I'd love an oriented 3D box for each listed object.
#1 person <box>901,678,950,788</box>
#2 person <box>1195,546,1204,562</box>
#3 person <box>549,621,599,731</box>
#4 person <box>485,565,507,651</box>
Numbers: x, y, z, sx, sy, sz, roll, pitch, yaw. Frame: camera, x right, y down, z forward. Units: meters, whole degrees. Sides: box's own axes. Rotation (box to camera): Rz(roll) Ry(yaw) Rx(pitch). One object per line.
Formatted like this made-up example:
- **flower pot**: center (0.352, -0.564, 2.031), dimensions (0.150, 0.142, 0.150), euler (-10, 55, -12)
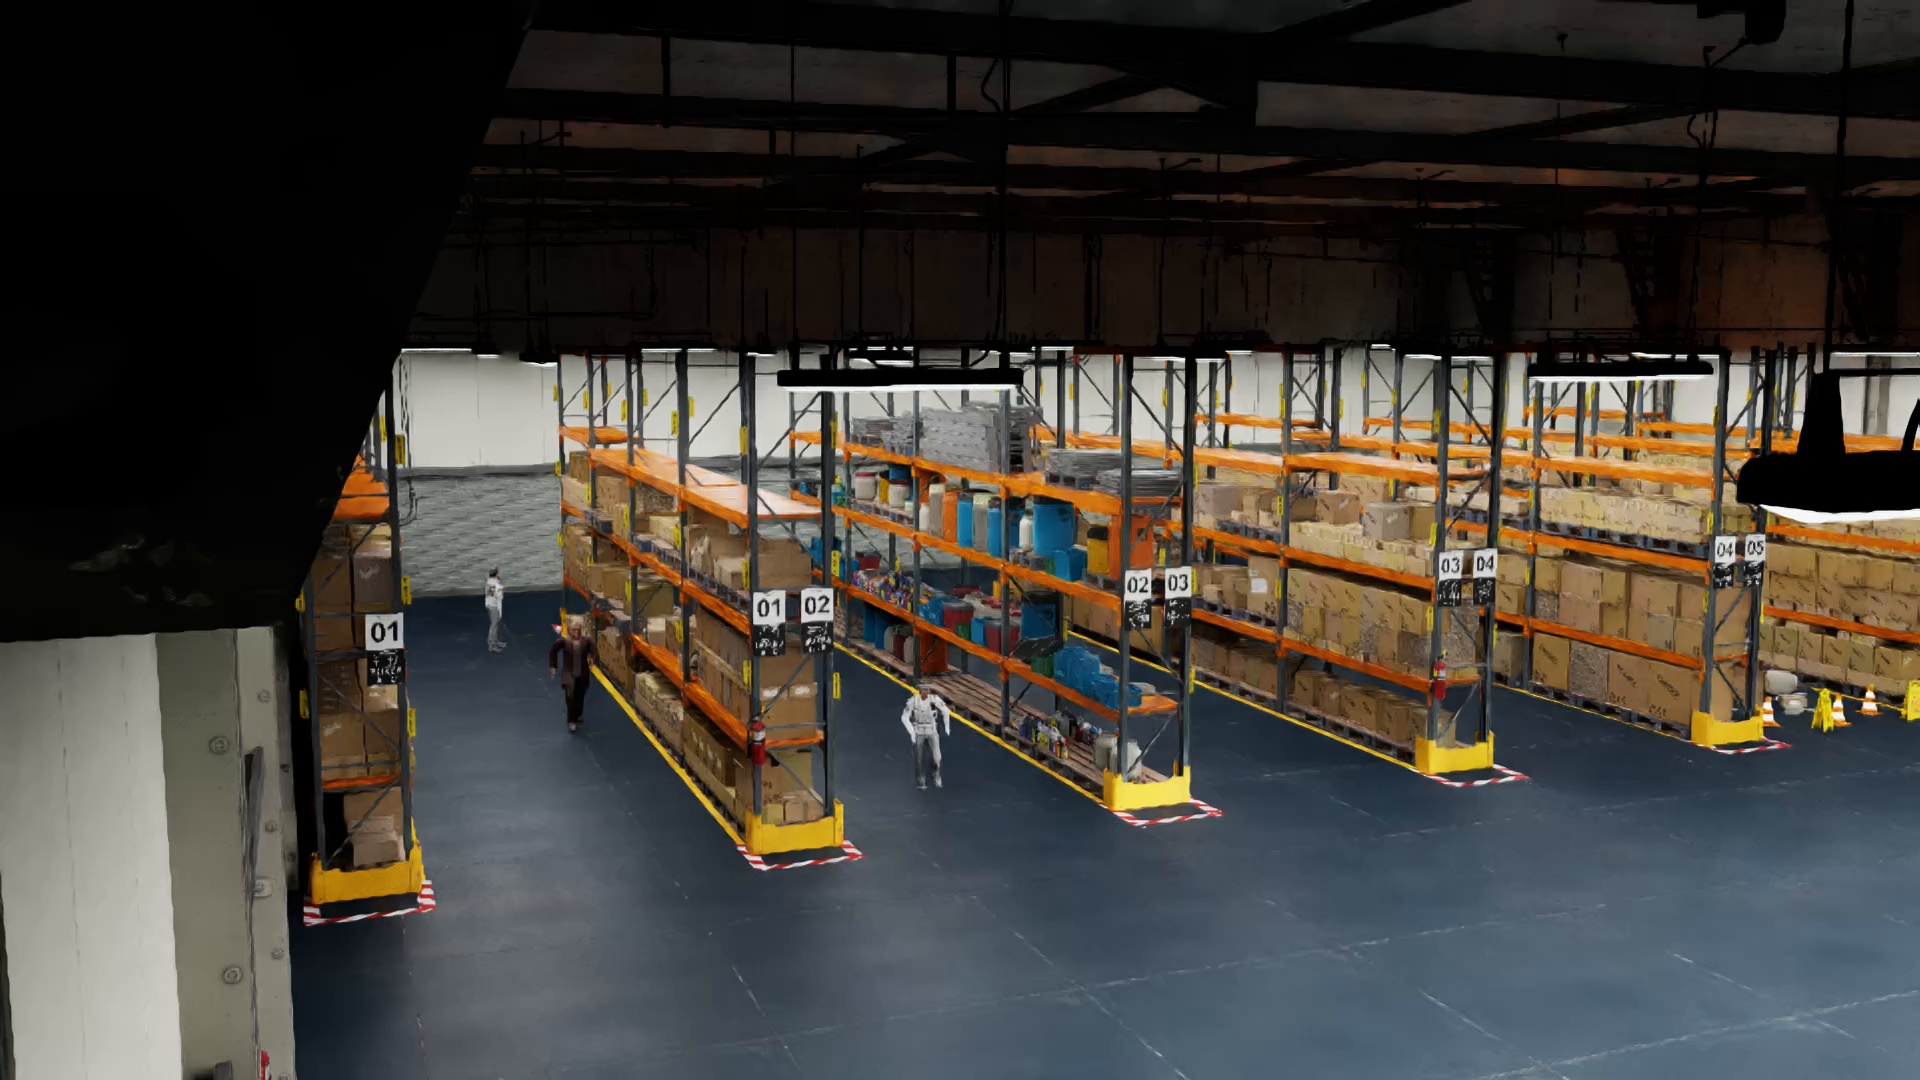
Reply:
- **person**: center (-0.468, 2.650, 22.857), dimensions (0.668, 1.608, 0.641), euler (0, 7, -1)
- **person**: center (5.975, 0.084, 42.398), dimensions (0.698, 1.755, 0.668), euler (5, 9, 33)
- **person**: center (-6.132, 2.119, 26.509), dimensions (0.733, 1.709, 0.930), euler (-3, 8, -25)
- **person**: center (-9.152, 1.324, 32.804), dimensions (0.497, 1.676, 0.639), euler (-6, 9, -39)
